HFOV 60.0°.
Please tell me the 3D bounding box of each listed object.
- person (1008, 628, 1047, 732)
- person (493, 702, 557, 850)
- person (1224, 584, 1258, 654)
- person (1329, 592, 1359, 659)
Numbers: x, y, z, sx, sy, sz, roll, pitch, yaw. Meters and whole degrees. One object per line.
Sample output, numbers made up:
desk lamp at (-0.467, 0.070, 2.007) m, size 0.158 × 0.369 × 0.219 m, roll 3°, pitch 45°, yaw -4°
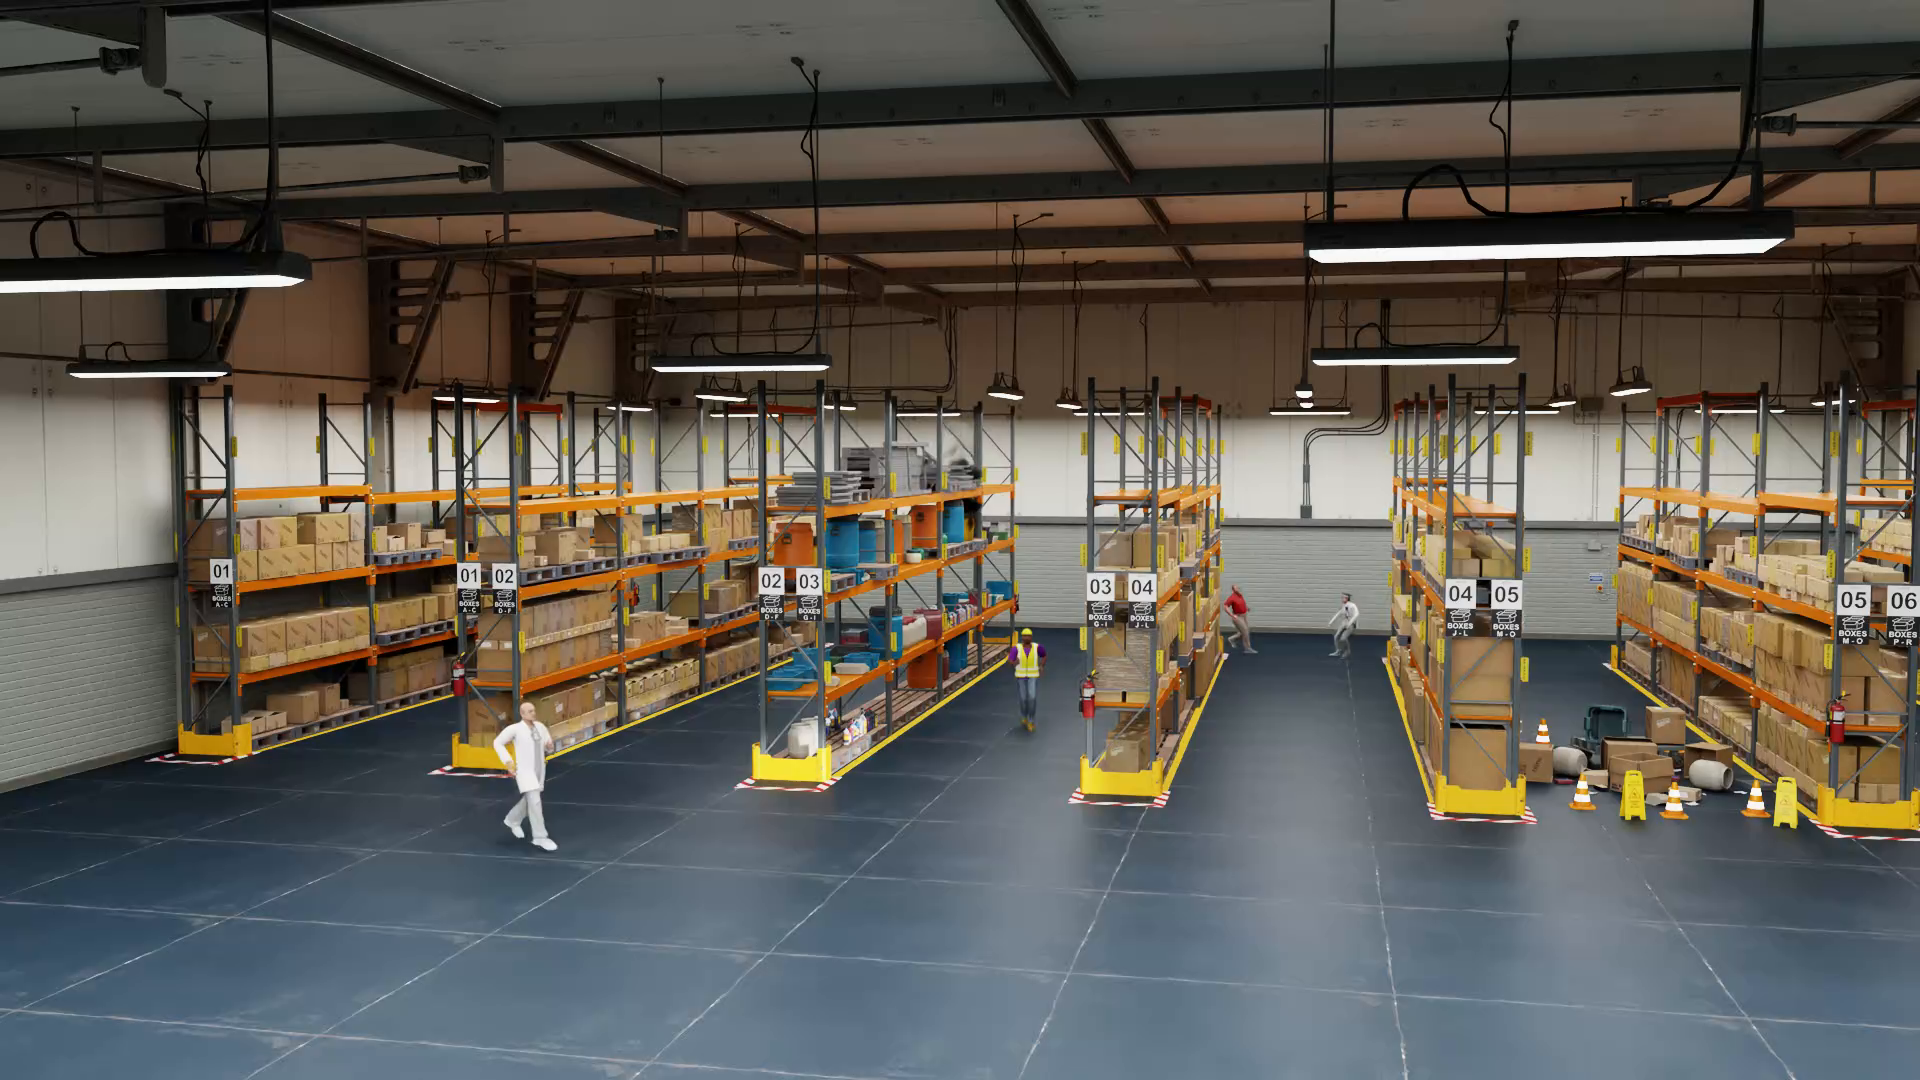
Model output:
person at (1.186, 2.470, 29.468) m, size 0.674 × 1.823 × 0.730 m, roll 0°, pitch 3°, yaw 6°
person at (-5.389, 3.017, 20.805) m, size 1.044 × 1.586 × 0.697 m, roll 2°, pitch 4°, yaw 31°
person at (6.762, 1.907, 40.237) m, size 0.816 × 1.668 × 0.723 m, roll 3°, pitch 4°, yaw 42°
person at (9.116, 2.021, 39.427) m, size 0.482 × 1.593 × 0.860 m, roll -1°, pitch 3°, yaw -24°
